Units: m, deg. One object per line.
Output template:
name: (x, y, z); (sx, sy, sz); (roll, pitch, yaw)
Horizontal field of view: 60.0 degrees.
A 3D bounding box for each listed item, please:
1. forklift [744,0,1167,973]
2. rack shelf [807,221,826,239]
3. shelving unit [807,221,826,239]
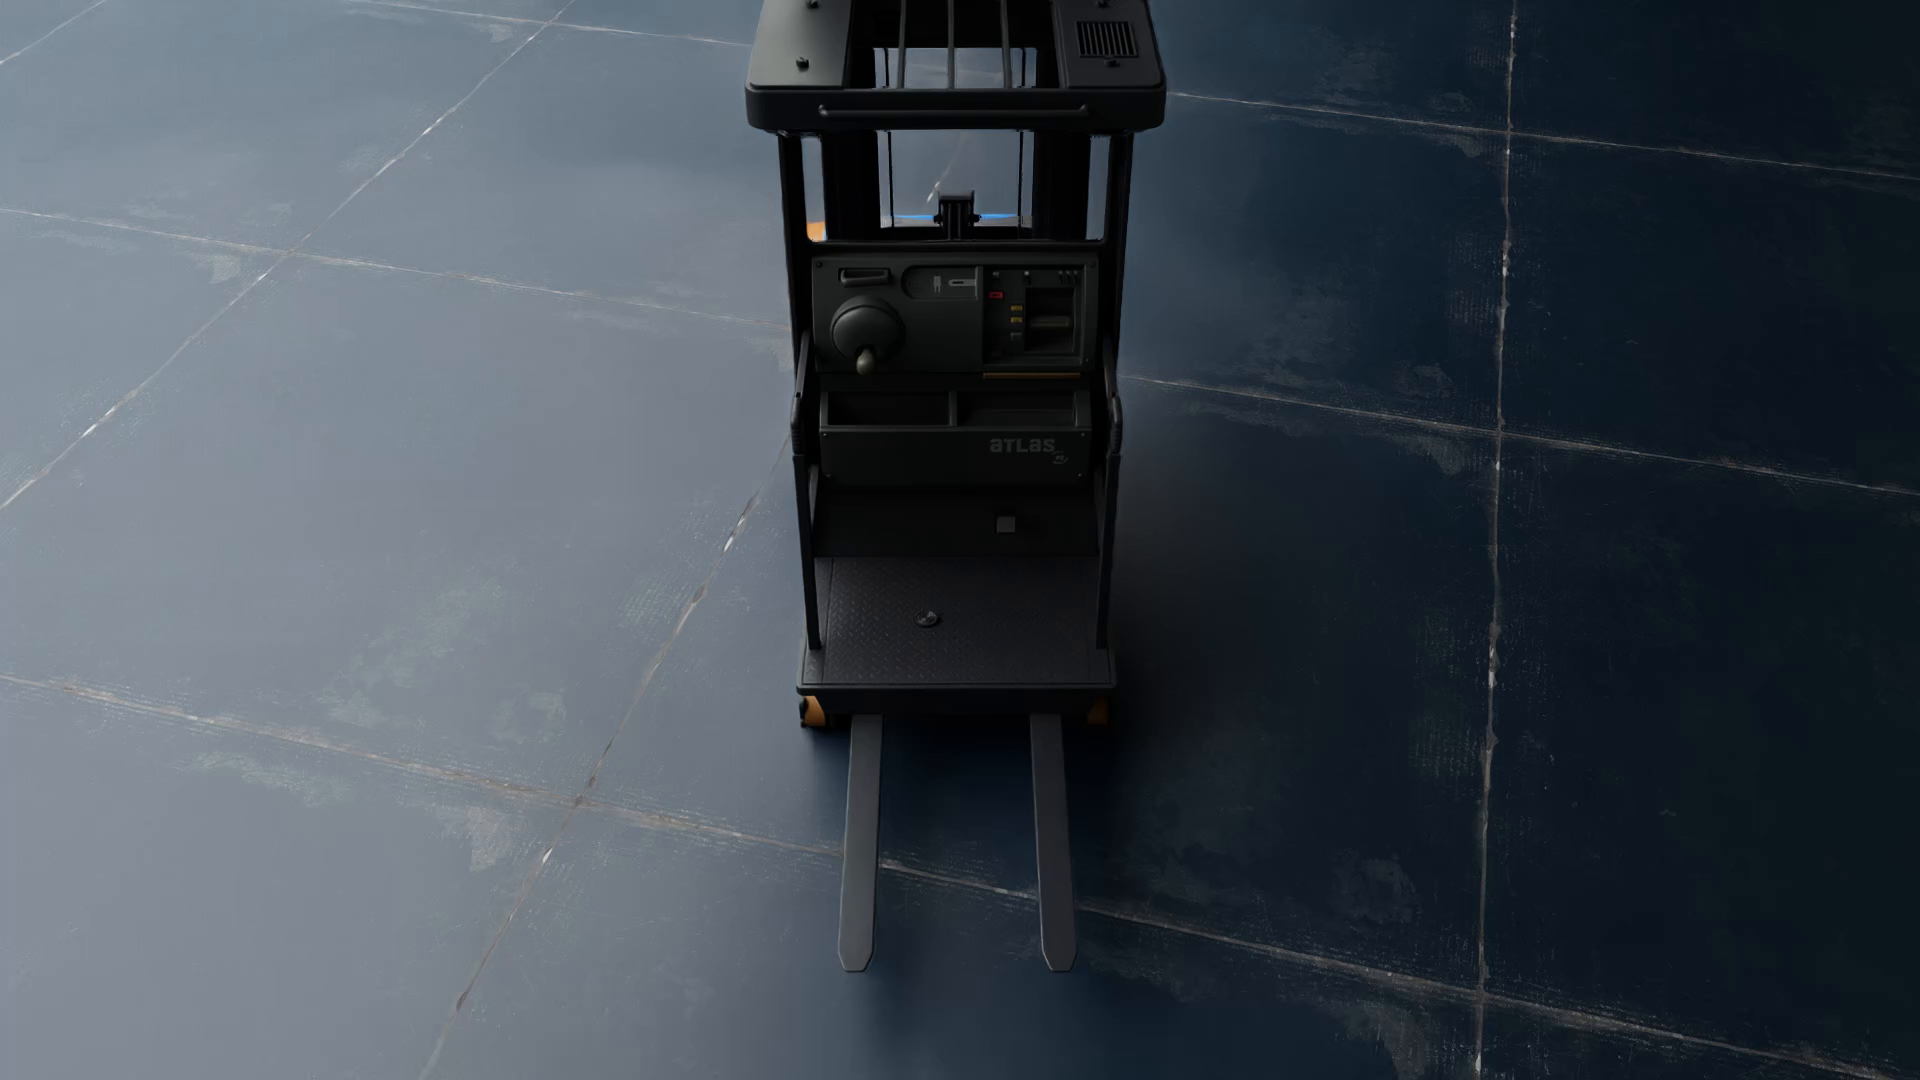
forklift: (-0.012, -0.656, 5.252); (1.130, 2.935, 3.031); (0, 40, 0)
rack shelf: (-0.578, -1.173, 6.906); (0.240, 0.259, 0.215); (-11, 41, -13)
shelving unit: (-0.578, -0.964, 7.081); (0.252, 1.050, 0.215); (-11, 41, -13)
